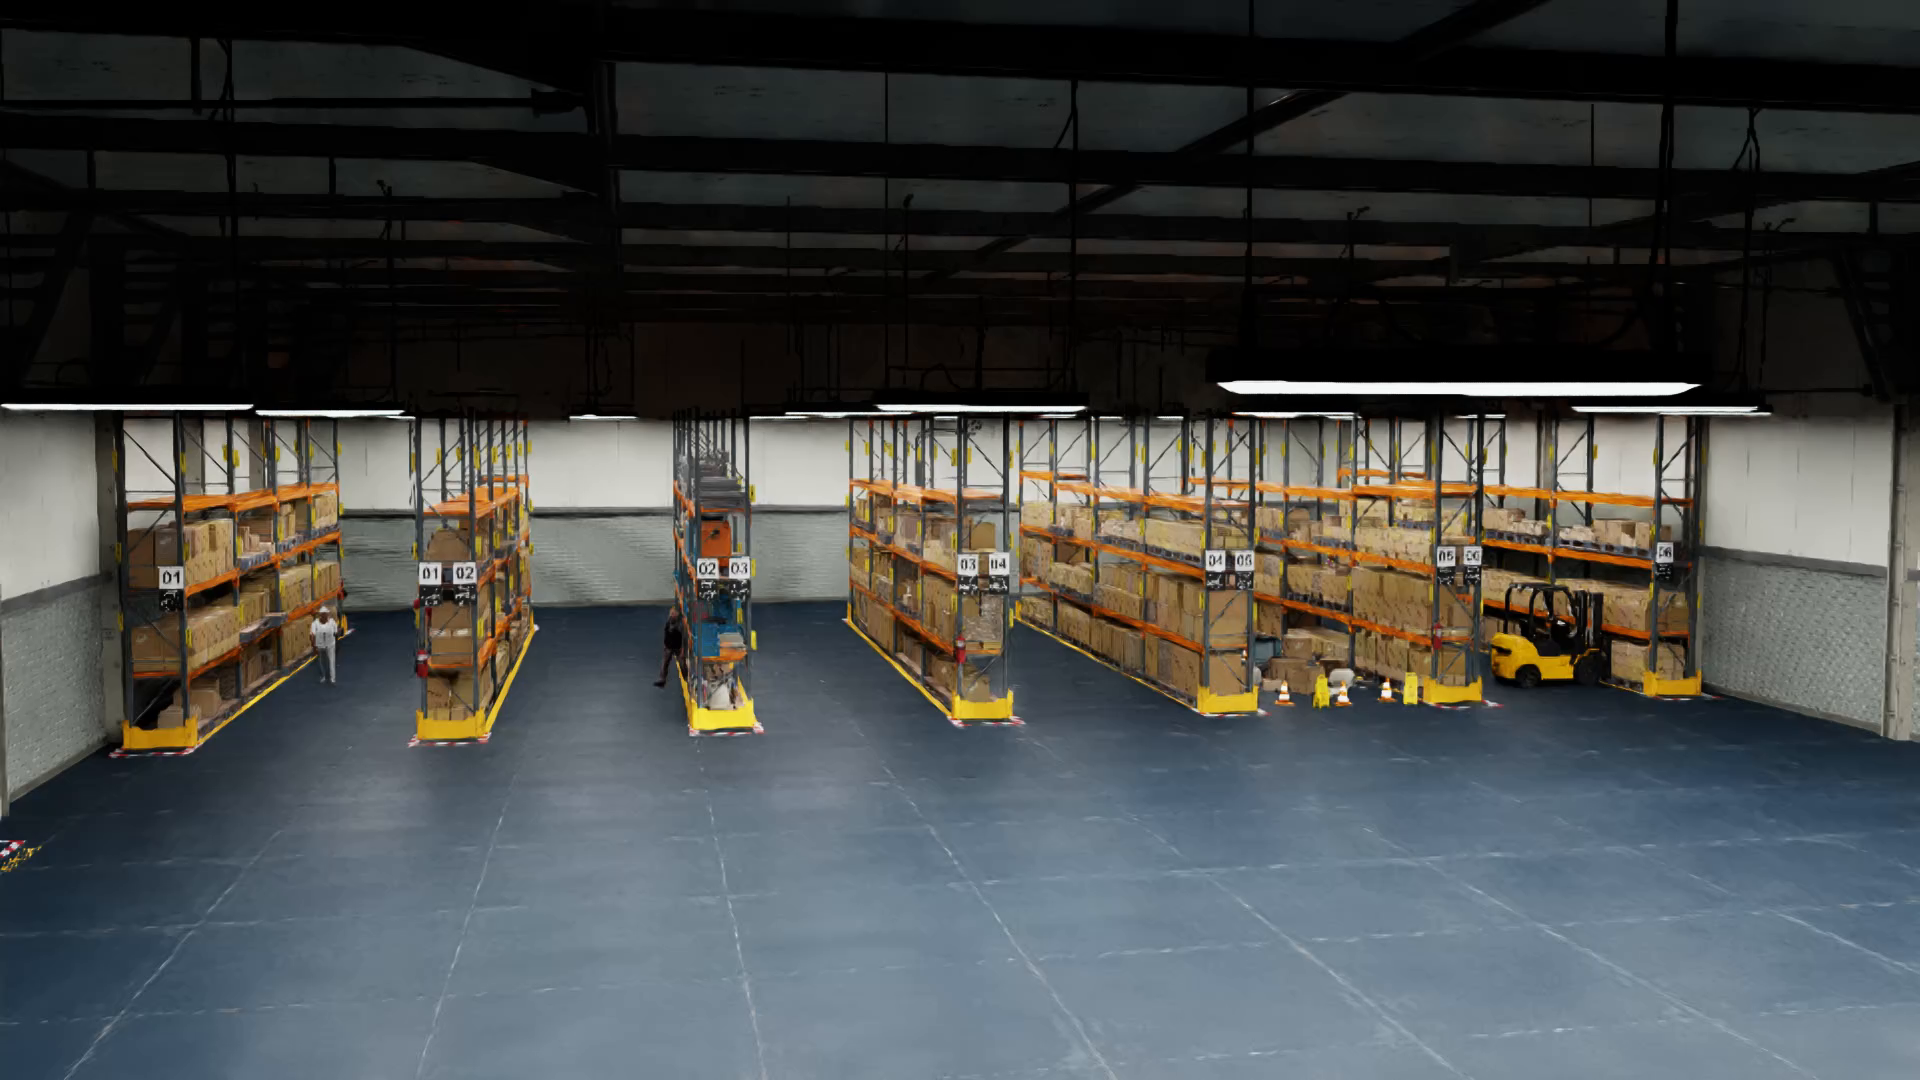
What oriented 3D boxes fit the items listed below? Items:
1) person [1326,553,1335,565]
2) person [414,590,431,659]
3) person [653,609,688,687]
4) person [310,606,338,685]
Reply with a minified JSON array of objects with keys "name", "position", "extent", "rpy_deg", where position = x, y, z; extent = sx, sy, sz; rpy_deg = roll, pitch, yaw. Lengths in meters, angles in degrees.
[{"name":"person","position":[11.609,1.179,51.731],"extent":[0.534,1.759,0.644],"rpy_deg":[-3,5,-38]},{"name":"person","position":[-12.812,2.016,39.794],"extent":[0.450,1.730,0.589],"rpy_deg":[-4,6,-43]},{"name":"person","position":[-6.191,2.325,35.923],"extent":[0.581,1.678,0.907],"rpy_deg":[1,4,16]},{"name":"person","position":[-13.823,2.290,36.157],"extent":[0.571,1.708,1.033],"rpy_deg":[-1,4,-19]}]
